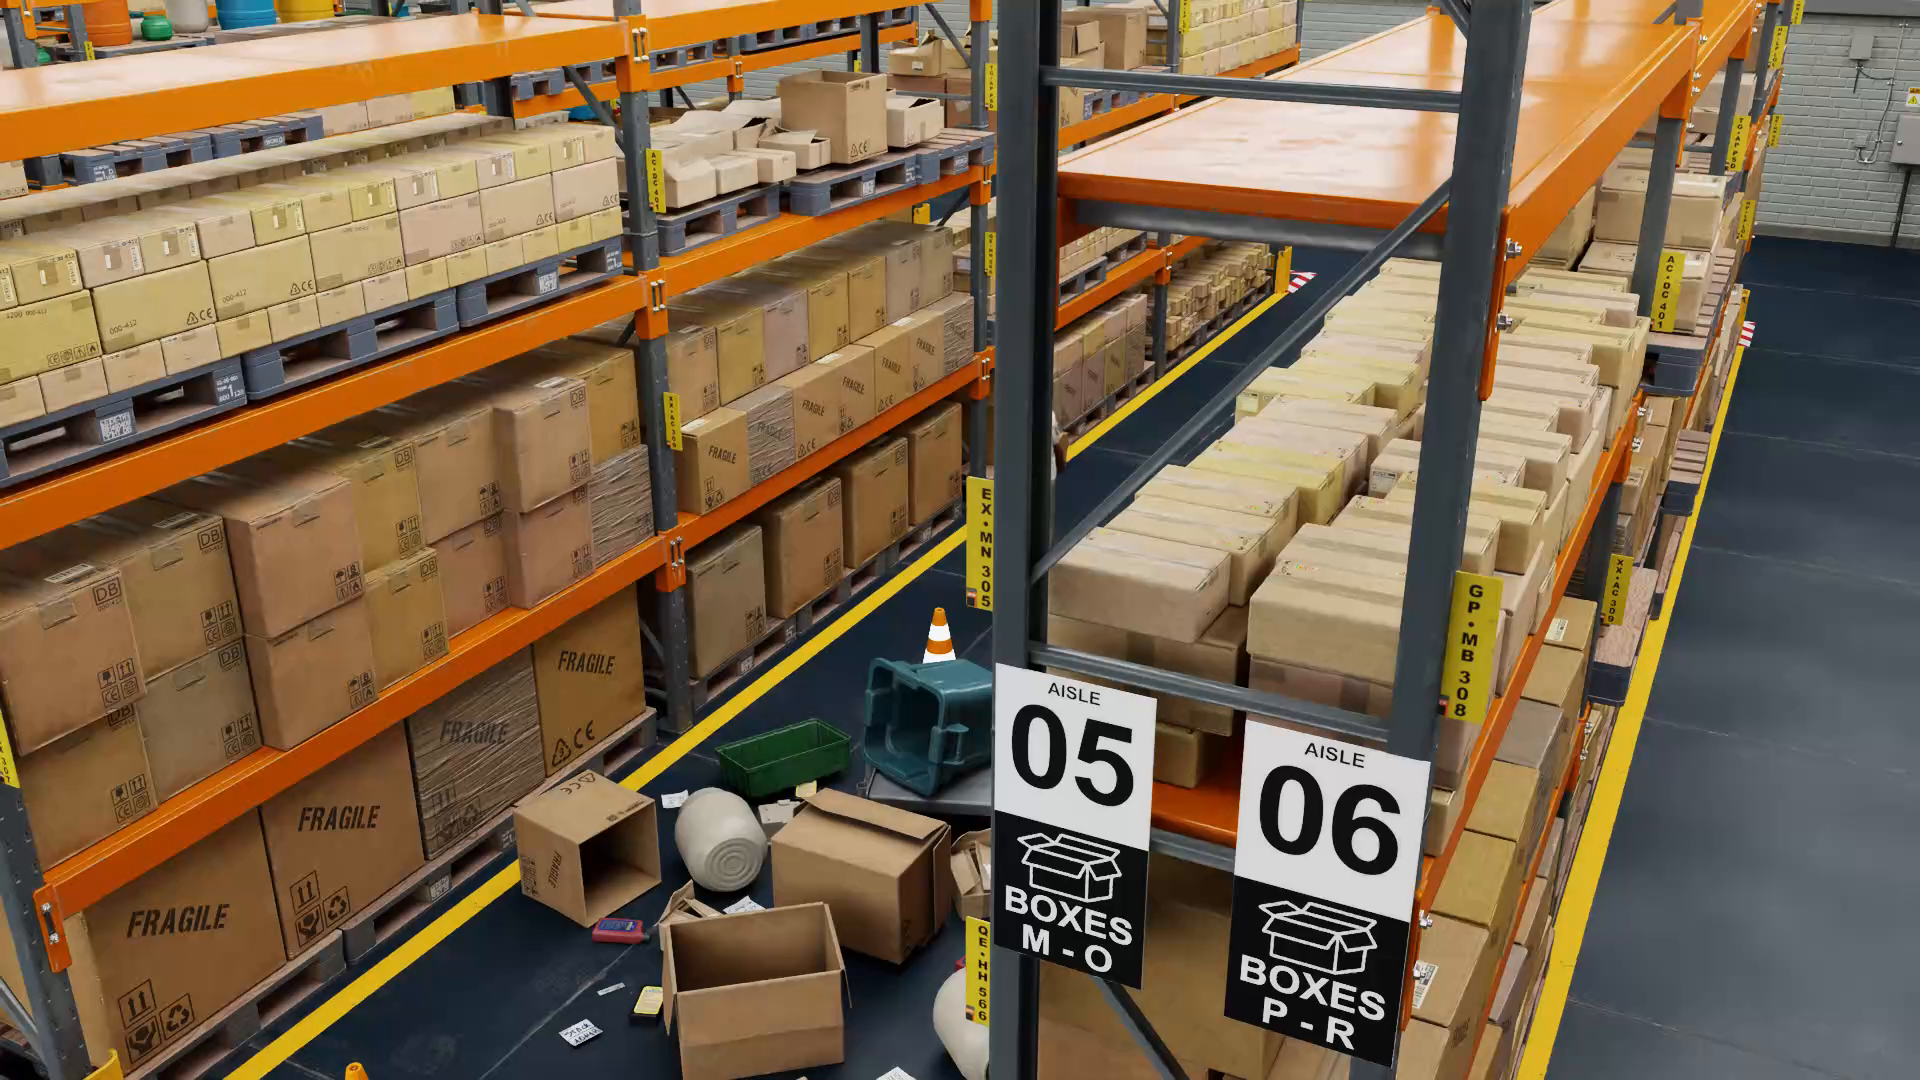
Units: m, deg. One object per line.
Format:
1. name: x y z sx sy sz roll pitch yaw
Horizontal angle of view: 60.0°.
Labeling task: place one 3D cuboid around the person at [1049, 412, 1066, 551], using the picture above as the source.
1. person: 0.513 -0.446 11.625 0.441 1.692 0.512 11 25 23
